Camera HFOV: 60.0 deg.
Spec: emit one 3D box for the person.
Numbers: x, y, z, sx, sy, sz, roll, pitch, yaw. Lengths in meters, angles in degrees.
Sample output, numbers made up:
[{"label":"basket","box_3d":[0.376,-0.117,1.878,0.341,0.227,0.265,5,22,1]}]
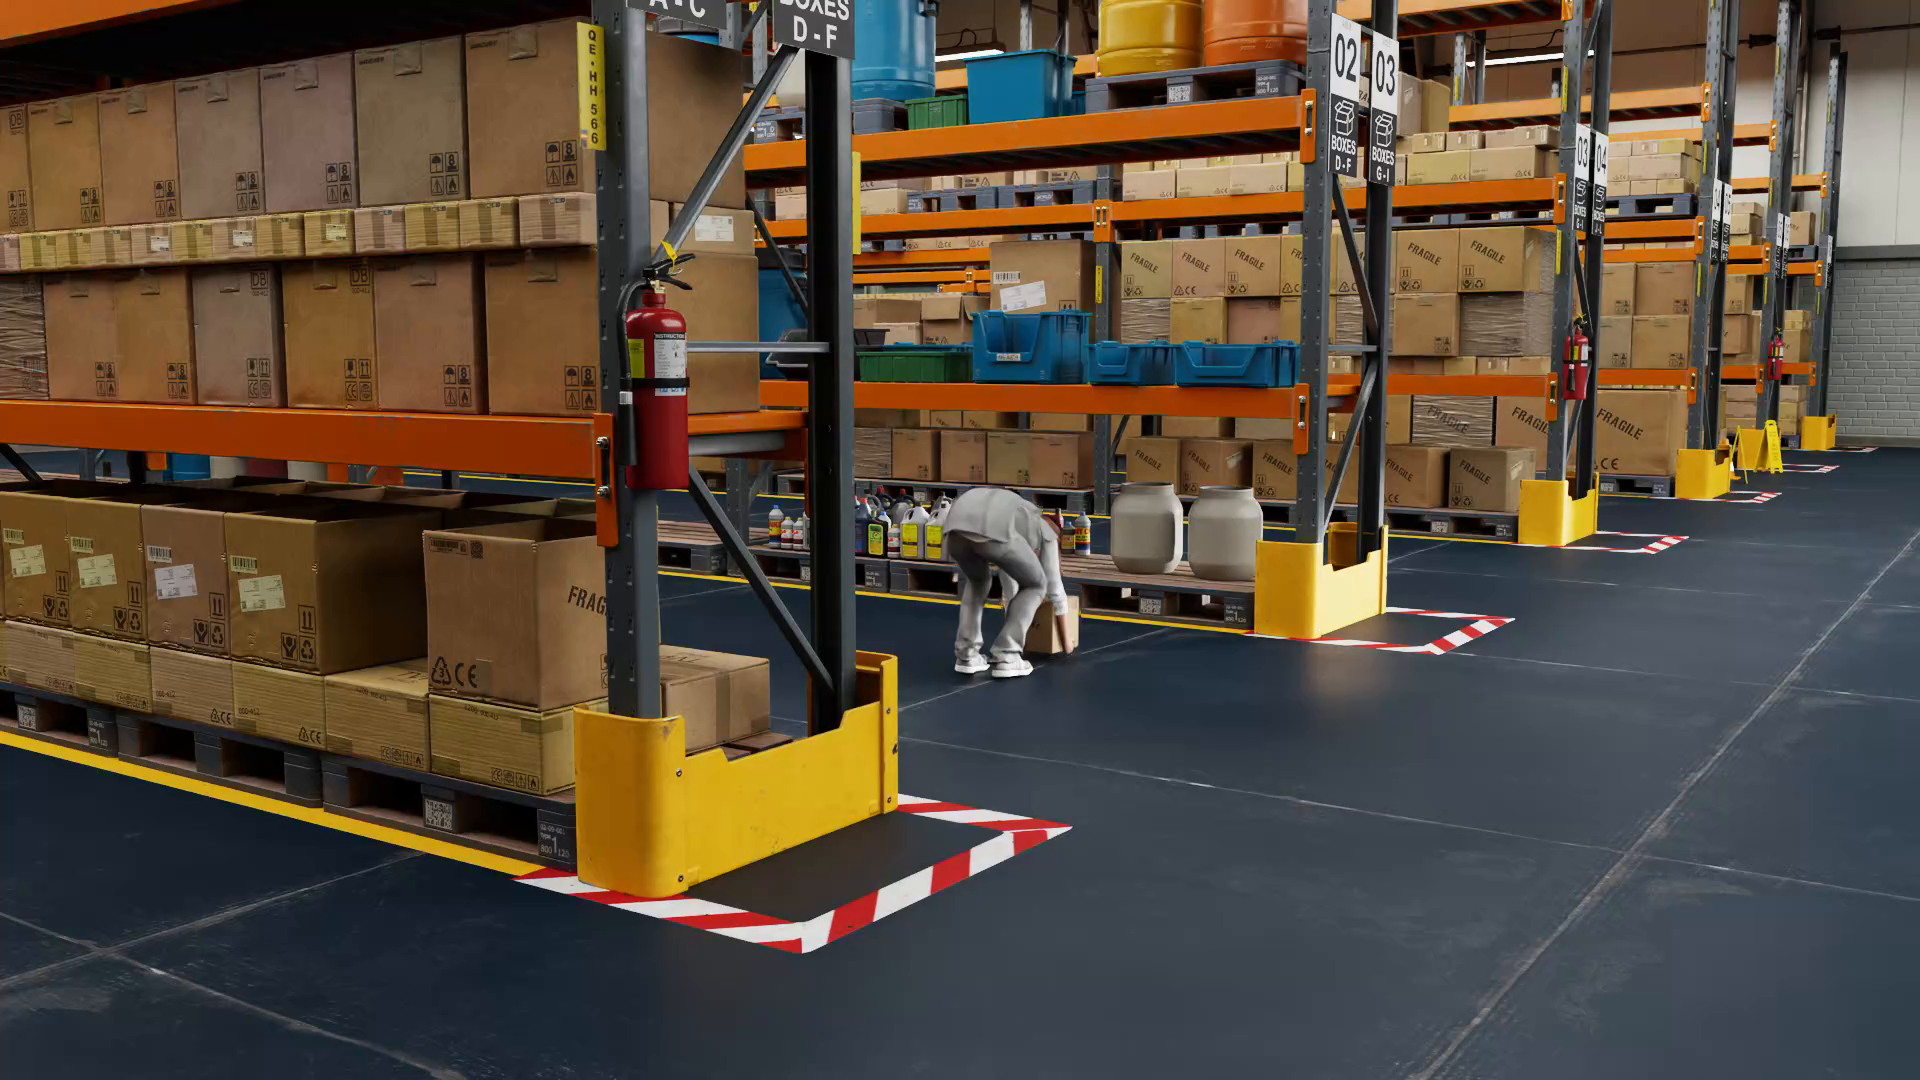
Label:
[{"label":"person","box_3d":[0.228,0.179,7.814,0.424,0.873,0.853,4,8,31]}]
